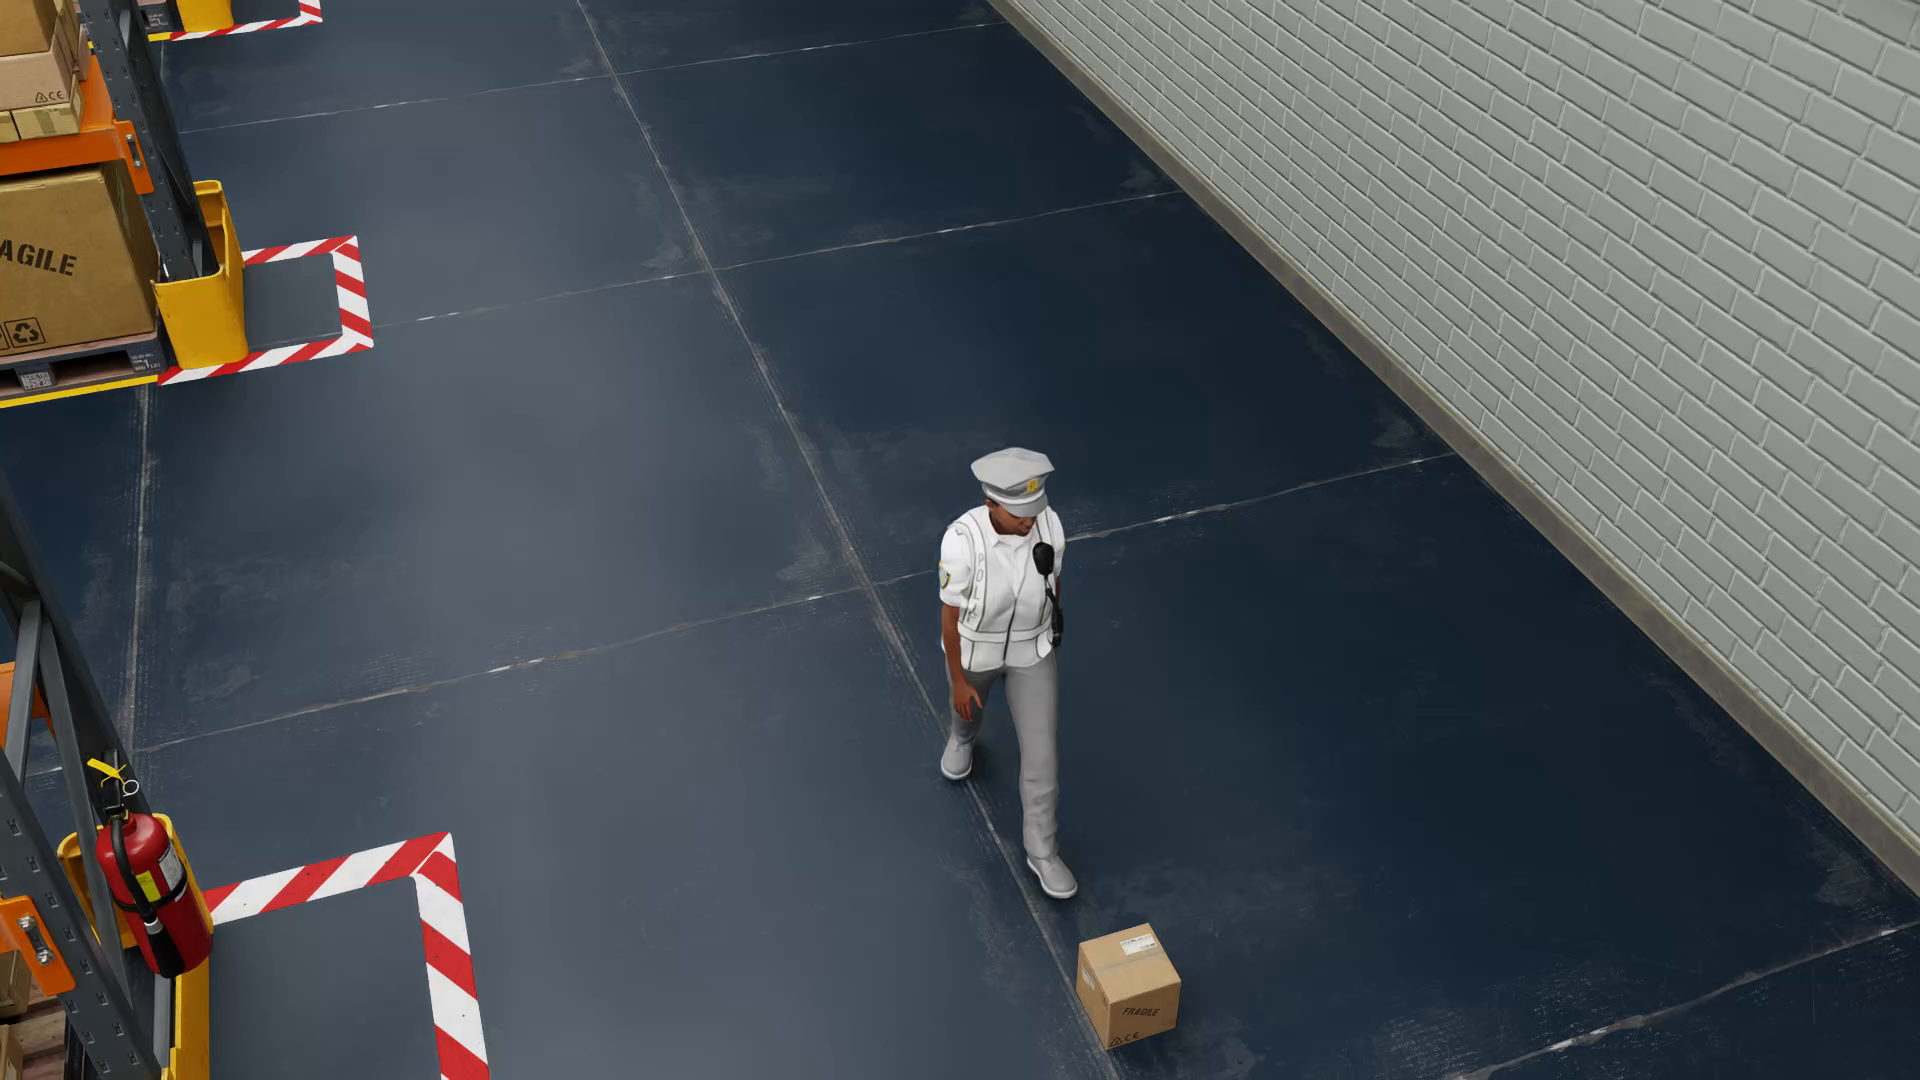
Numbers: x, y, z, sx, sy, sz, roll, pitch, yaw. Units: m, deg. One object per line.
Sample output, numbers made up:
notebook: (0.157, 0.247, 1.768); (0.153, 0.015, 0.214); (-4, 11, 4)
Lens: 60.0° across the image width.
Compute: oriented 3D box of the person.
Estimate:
person: (0.148, 0.392, 5.639); (0.434, 1.624, 0.939); (-4, 38, -5)
